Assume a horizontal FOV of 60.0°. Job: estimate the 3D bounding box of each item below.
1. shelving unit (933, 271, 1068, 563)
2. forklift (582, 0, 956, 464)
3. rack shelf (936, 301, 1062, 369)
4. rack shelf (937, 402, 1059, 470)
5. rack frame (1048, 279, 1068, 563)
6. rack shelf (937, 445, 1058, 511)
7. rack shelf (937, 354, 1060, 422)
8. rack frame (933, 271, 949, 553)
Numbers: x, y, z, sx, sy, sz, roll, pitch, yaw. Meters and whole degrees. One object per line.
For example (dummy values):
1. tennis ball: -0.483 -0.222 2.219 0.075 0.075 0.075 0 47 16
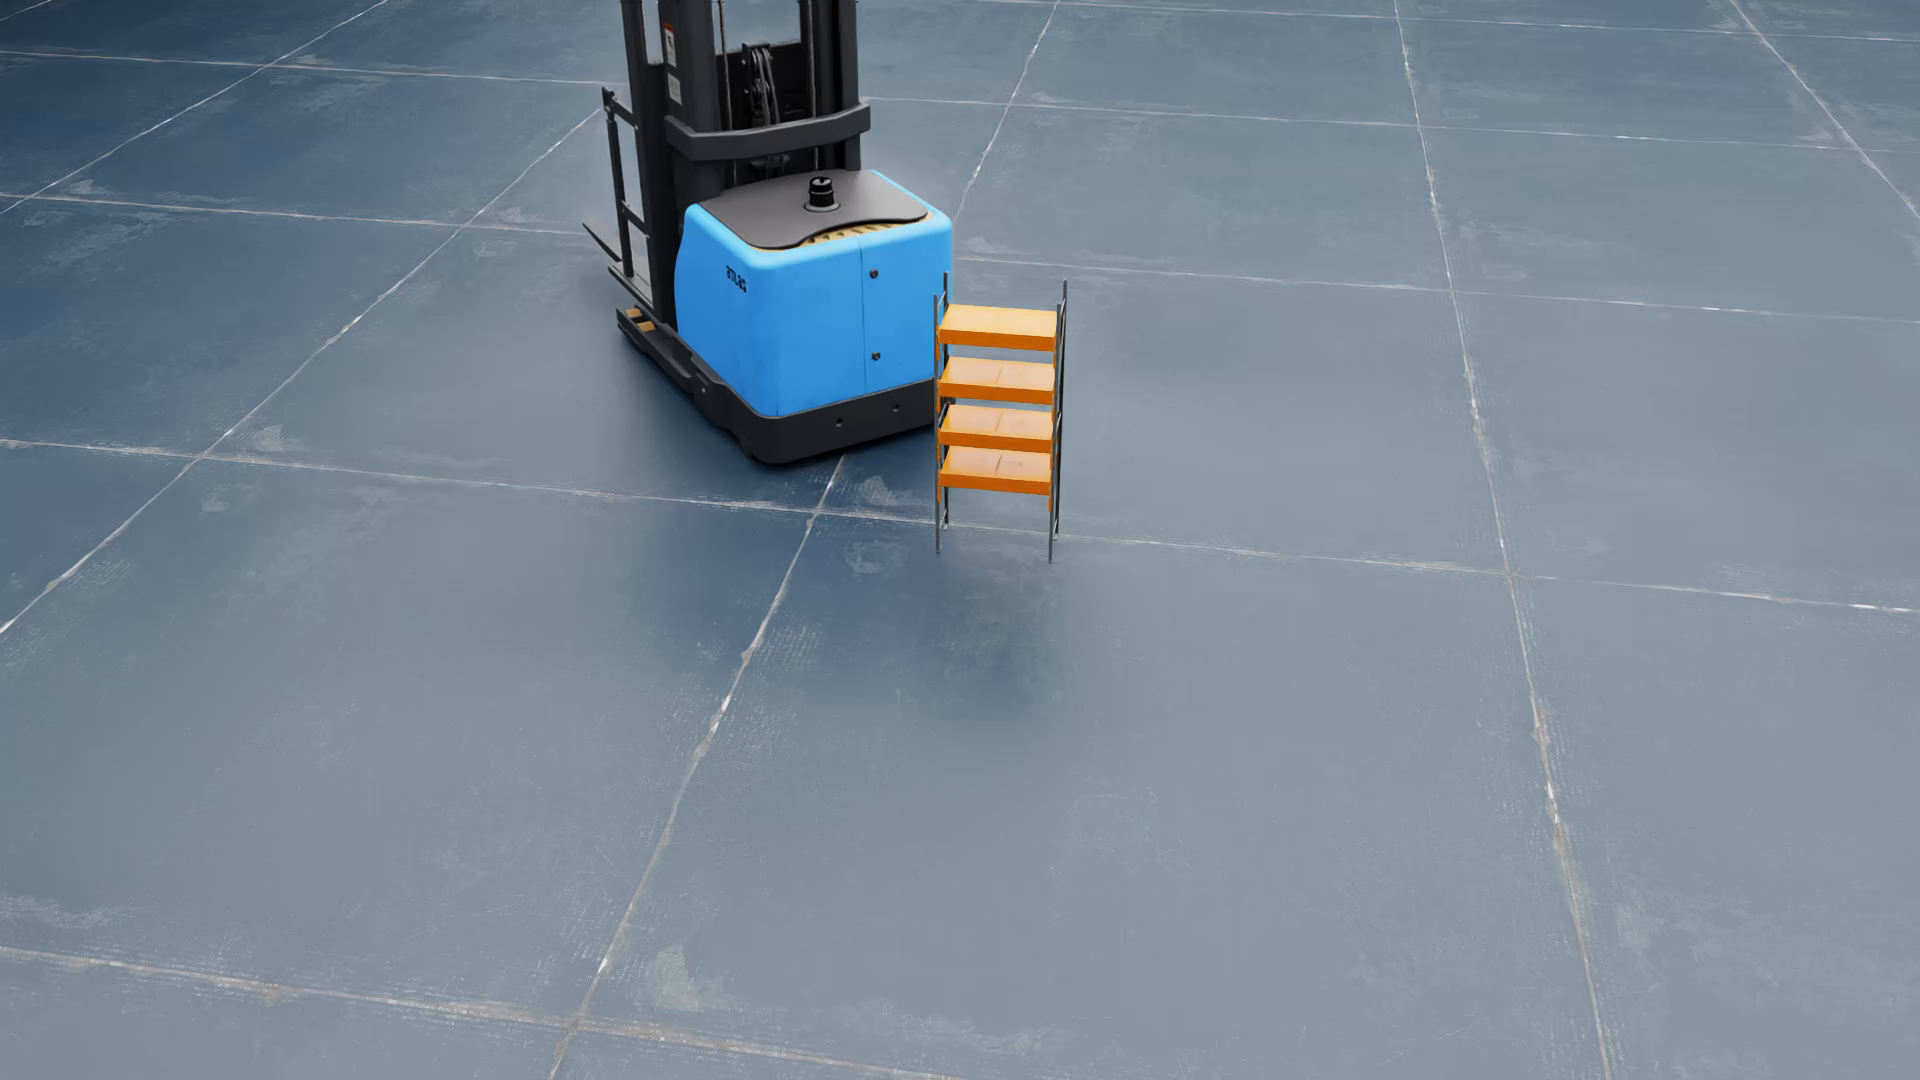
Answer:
1. shelving unit: 0.163 -0.494 6.908 0.503 1.200 0.258 5 32 8
2. forklift: -1.191 -2.346 8.236 1.130 2.935 3.031 -17 36 -25
3. rack shelf: 0.163 -0.827 6.700 0.480 0.148 0.258 5 32 8
4. rack shelf: 0.163 -0.437 6.944 0.480 0.148 0.258 5 32 8
5. rack frame: 0.404 -0.472 6.873 0.015 1.200 0.240 5 32 8
6. rack shelf: 0.163 -0.268 7.049 0.480 0.148 0.258 5 32 8
7. rack shelf: 0.163 -0.626 6.825 0.480 0.148 0.258 5 32 8
8. rack frame: -0.077 -0.516 6.943 0.015 1.200 0.240 5 32 8
